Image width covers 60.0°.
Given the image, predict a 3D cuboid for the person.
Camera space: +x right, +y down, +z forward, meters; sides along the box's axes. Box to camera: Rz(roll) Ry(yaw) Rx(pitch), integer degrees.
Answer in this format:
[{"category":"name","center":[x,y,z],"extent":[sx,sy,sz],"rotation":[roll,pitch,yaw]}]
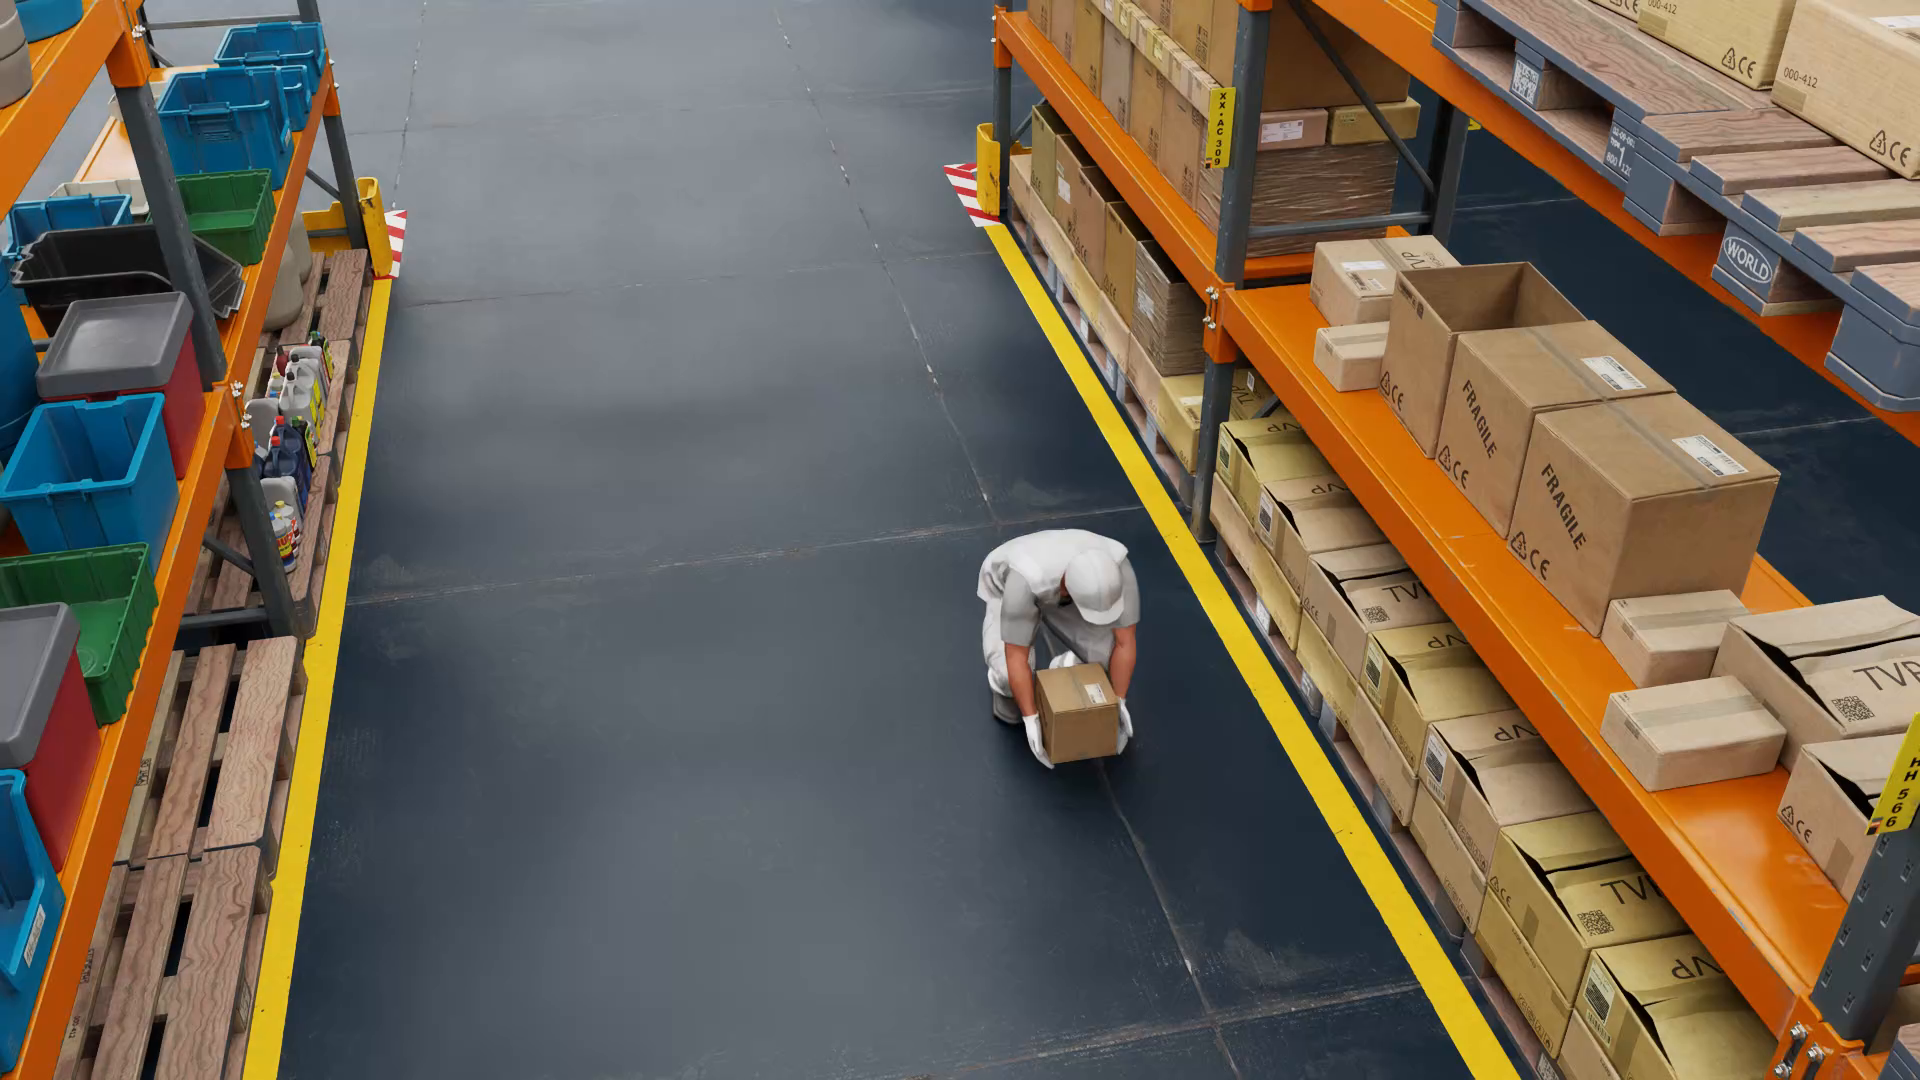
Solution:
[{"category":"person","center":[0.367,0.321,6.367],"extent":[0.562,0.991,0.880],"rotation":[-8,35,-11]}]
